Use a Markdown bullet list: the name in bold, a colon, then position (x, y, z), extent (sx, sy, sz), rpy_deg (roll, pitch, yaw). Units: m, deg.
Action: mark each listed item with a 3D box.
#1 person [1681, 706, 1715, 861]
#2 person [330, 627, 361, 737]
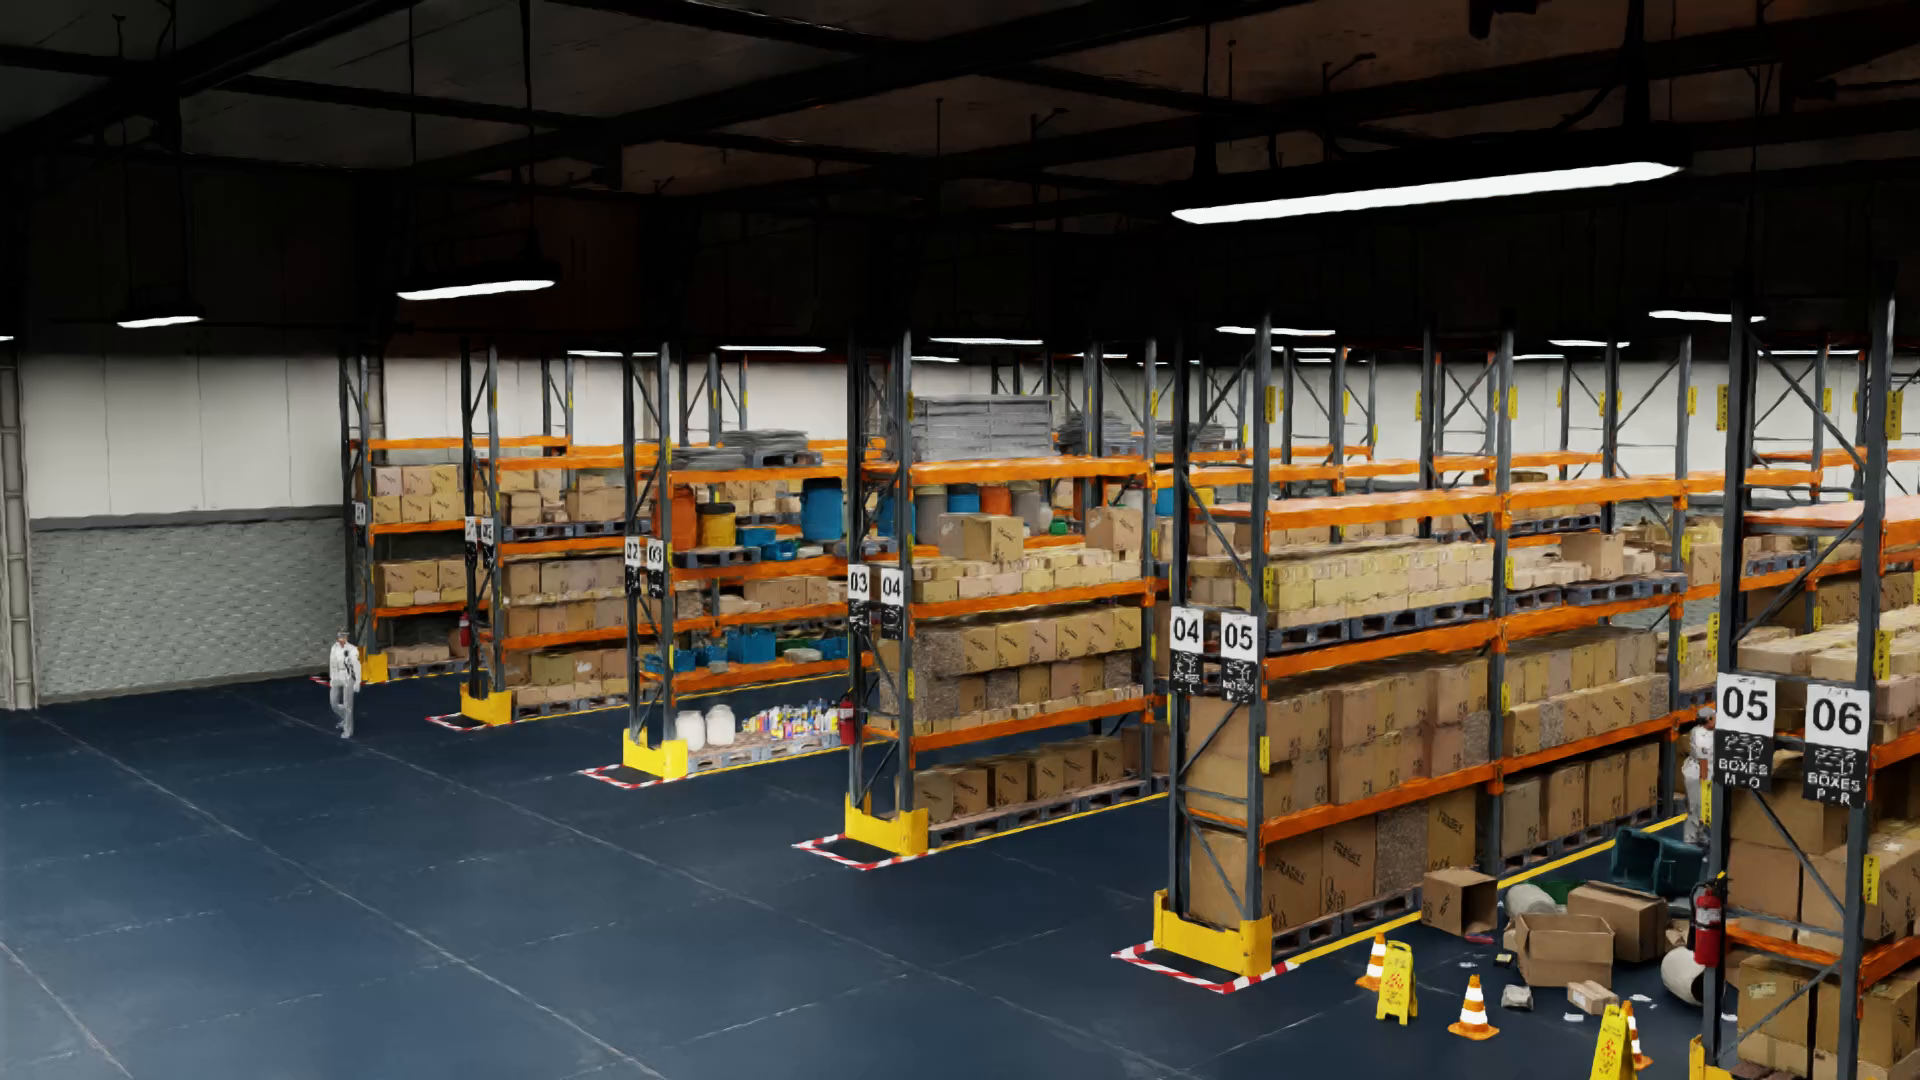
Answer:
- **person**: position (8.256, 2.673, 18.447), extent (0.463, 1.673, 0.579), rpy_deg (2, 5, 18)
- **person**: position (-9.213, 2.103, 24.980), extent (0.535, 1.668, 0.527), rpy_deg (1, 5, 12)
